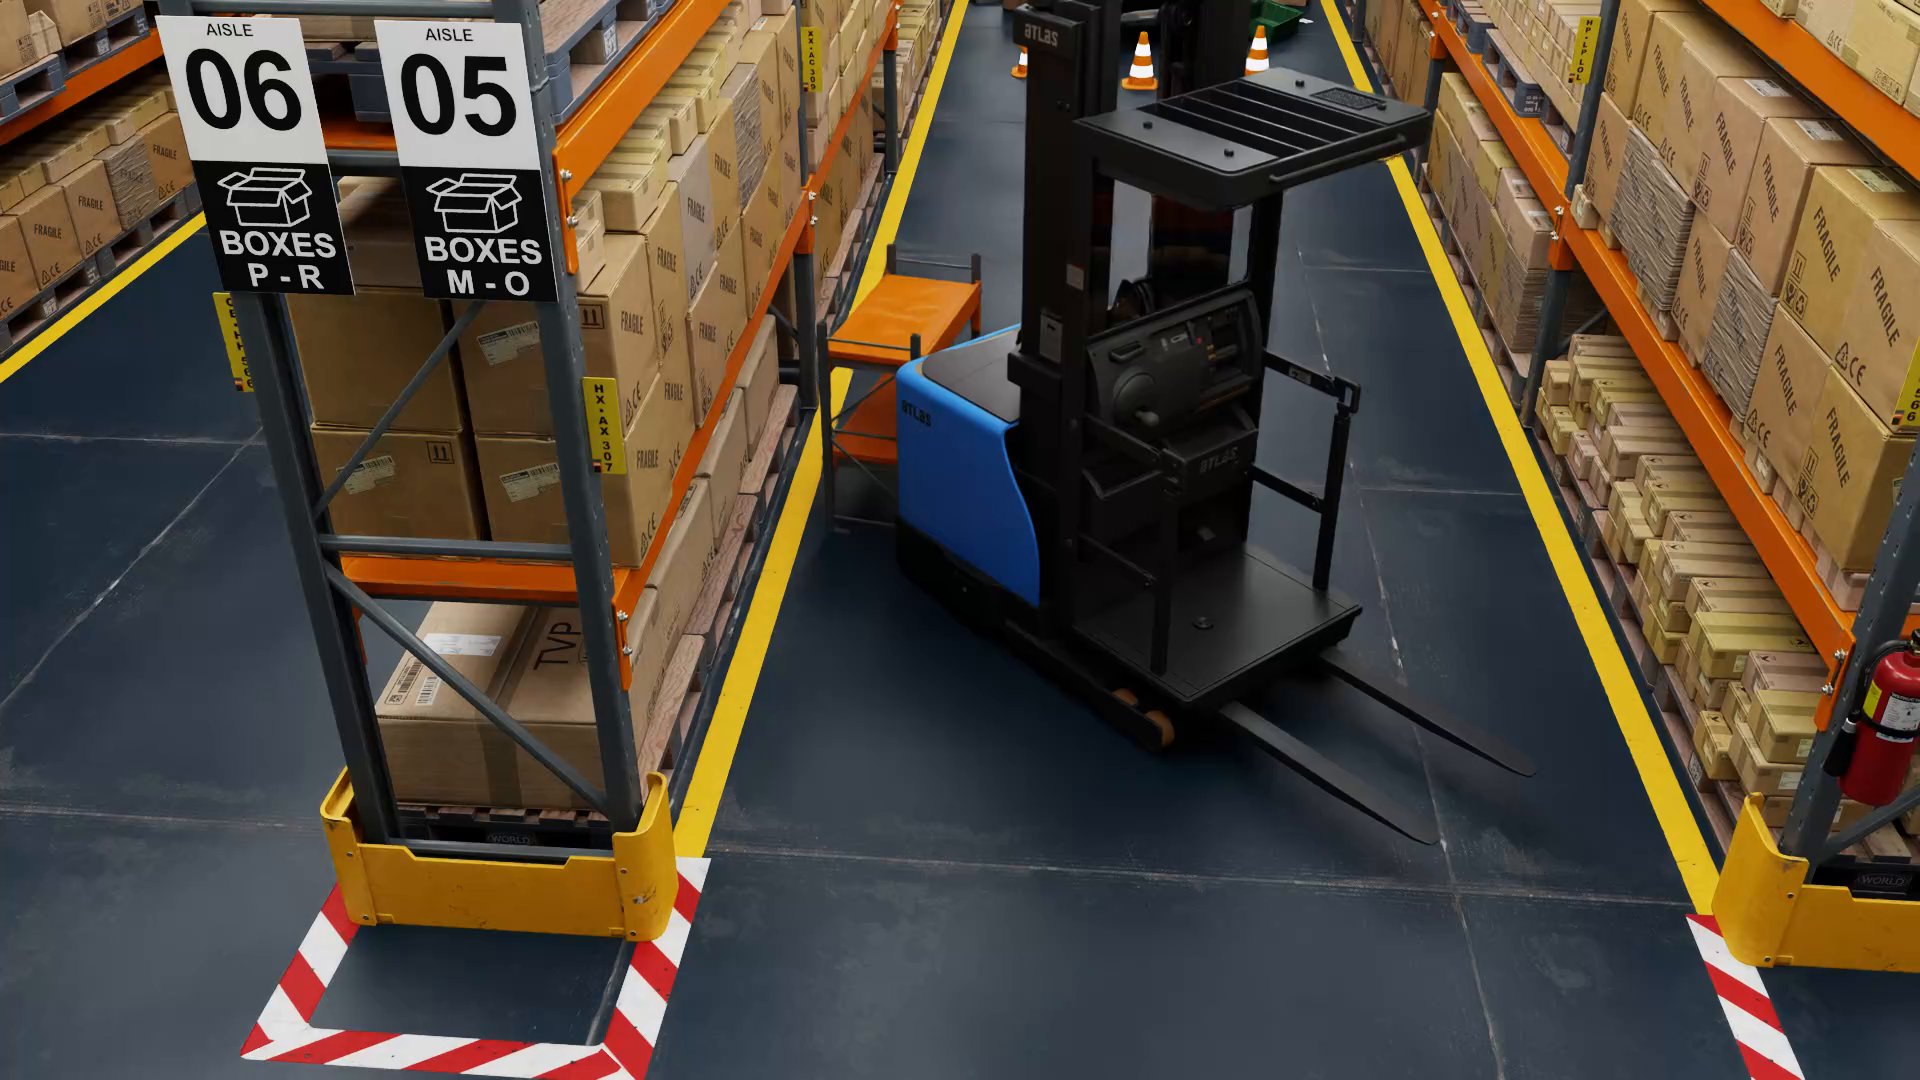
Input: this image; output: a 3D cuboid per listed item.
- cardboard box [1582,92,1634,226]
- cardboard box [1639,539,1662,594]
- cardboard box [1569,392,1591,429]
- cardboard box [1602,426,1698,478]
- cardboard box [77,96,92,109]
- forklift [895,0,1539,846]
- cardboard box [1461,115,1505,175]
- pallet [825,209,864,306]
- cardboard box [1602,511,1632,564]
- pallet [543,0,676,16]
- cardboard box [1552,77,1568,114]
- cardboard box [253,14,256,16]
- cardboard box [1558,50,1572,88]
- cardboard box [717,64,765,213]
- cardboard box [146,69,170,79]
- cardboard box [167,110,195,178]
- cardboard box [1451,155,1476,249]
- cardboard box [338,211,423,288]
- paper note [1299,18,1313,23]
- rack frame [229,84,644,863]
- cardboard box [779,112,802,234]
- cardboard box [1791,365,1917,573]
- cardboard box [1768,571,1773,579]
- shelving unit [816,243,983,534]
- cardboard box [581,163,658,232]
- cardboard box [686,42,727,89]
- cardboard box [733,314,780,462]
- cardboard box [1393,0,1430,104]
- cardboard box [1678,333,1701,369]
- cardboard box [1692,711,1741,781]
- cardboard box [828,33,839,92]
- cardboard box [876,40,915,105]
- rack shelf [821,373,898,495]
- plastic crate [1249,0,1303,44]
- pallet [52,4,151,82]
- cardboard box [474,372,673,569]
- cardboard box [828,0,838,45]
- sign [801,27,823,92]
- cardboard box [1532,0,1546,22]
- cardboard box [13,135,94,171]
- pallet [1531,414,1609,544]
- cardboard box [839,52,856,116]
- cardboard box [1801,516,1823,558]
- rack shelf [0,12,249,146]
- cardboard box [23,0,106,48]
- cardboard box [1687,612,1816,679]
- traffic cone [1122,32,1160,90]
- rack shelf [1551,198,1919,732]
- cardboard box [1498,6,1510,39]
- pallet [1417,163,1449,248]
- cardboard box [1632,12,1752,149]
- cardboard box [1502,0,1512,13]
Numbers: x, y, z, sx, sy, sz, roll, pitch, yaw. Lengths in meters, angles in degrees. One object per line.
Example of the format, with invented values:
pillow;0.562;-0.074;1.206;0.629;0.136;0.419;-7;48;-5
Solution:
cardboard box;3.344;-1.823;7.970;0.500;0.500;0.500;2;32;3
cardboard box;3.178;0.133;7.208;0.380;0.149;0.250;4;32;6
cardboard box;3.356;-0.682;8.531;0.380;0.149;0.250;3;32;4
cardboard box;3.248;-0.406;7.800;0.380;0.149;0.250;3;32;5
cardboard box;-6.384;-3.084;11.760;0.380;0.149;0.250;1;32;2
forklift;1.012;-0.678;6.557;1.130;2.935;3.031;-23;38;-32
cardboard box;3.570;-2.554;10.803;0.500;0.250;0.500;3;32;4
pallet;-1.221;-1.920;11.164;1.003;0.211;1.213;2;32;4
cardboard box;3.221;-0.010;7.725;0.380;0.149;0.250;2;32;3
pallet;-1.485;-2.236;6.245;1.003;0.211;1.213;2;32;4
cardboard box;3.514;-2.456;9.216;0.380;0.149;0.250;2;32;4
cardboard box;-5.818;-4.198;14.066;0.875;0.625;0.625;3;32;6
cardboard box;3.515;-2.584;9.140;0.380;0.149;0.250;4;32;6
cardboard box;-1.151;-1.739;7.164;0.500;0.500;0.500;3;32;5
cardboard box;-5.707;-3.340;12.175;0.380;0.149;0.250;1;32;1
cardboard box;-5.799;-2.985;12.218;0.500;0.500;0.500;2;32;3
cardboard box;3.575;-2.218;10.972;0.500;0.500;0.500;2;32;3
cardboard box;-1.802;-0.910;5.200;0.380;0.149;0.250;3;32;5
paper note;3.439;-5.212;16.677;0.147;0.020;0.142;-20;37;-29
rack frame;-1.632;0.031;5.341;1.000;3.000;0.127;2;32;4
cardboard box;-1.089;-1.850;8.297;0.500;0.500;0.500;3;32;4
cardboard box;3.090;-0.226;5.378;0.500;0.500;0.500;3;32;5
cardboard box;3.656;0.146;7.187;0.380;0.149;0.250;4;32;7
shelving unit;-0.281;-0.753;8.400;0.538;1.125;1.048;9;33;14
cardboard box;-1.241;-1.158;5.604;0.380;0.149;0.250;3;32;6
cardboard box;-1.181;-1.965;6.912;0.380;0.149;0.250;2;32;3
cardboard box;-1.464;-0.825;8.772;0.875;0.438;0.875;2;32;3
cardboard box;4.169;-3.987;13.604;1.050;0.750;0.750;3;32;5
cardboard box;3.252;-0.828;6.974;0.380;0.149;0.250;4;32;6
cardboard box;3.065;0.801;6.408;0.380;0.149;0.250;3;32;5
cardboard box;-0.975;-2.702;9.441;0.500;0.250;0.500;3;32;5
cardboard box;-0.872;-3.894;13.813;0.950;0.372;0.625;2;32;3
rack shelf;-0.281;-0.545;8.529;0.538;0.278;1.000;9;33;14
plastic crate;2.996;-5.060;16.226;0.450;0.188;0.662;29;41;23
pallet;-6.081;-3.264;10.870;1.003;0.211;1.213;2;32;4
cardboard box;-1.306;-0.250;5.702;0.500;0.500;0.500;2;32;4
cardboard box;-0.970;-3.014;9.233;0.500;0.500;0.500;2;32;4
sign;-0.753;-2.440;8.450;0.100;0.325;0.005;2;32;4
cardboard box;3.581;-3.127;9.737;0.380;0.149;0.250;1;32;2
cardboard box;-5.915;-2.523;10.849;0.380;0.149;0.250;4;32;6
pallet;3.617;-0.362;8.637;1.003;0.211;1.213;2;32;4
cardboard box;-0.909;-2.754;10.002;0.500;0.250;0.500;2;32;4
cardboard box;3.113;-0.015;5.654;0.380;0.149;0.250;2;32;4
rack shelf;-6.091;-3.010;10.961;1.077;0.370;4.000;2;32;4
cardboard box;-5.885;-3.417;10.440;0.700;0.500;0.500;2;32;4
cardboard box;3.073;0.414;6.470;0.380;0.149;0.250;2;32;3
traffic cone;1.613;-4.261;14.724;0.336;0.463;0.334;2;32;4
rack shelf;3.473;-0.550;6.969;1.077;0.370;4.000;2;32;4
cardboard box;3.641;-3.278;10.550;0.380;0.149;0.250;3;32;6
pallet;3.897;-2.398;11.940;1.003;0.211;1.213;2;32;4
cardboard box;3.329;-2.000;7.304;0.500;0.500;0.500;2;32;2
cardboard box;3.642;-3.404;10.471;0.380;0.149;0.250;3;32;4
